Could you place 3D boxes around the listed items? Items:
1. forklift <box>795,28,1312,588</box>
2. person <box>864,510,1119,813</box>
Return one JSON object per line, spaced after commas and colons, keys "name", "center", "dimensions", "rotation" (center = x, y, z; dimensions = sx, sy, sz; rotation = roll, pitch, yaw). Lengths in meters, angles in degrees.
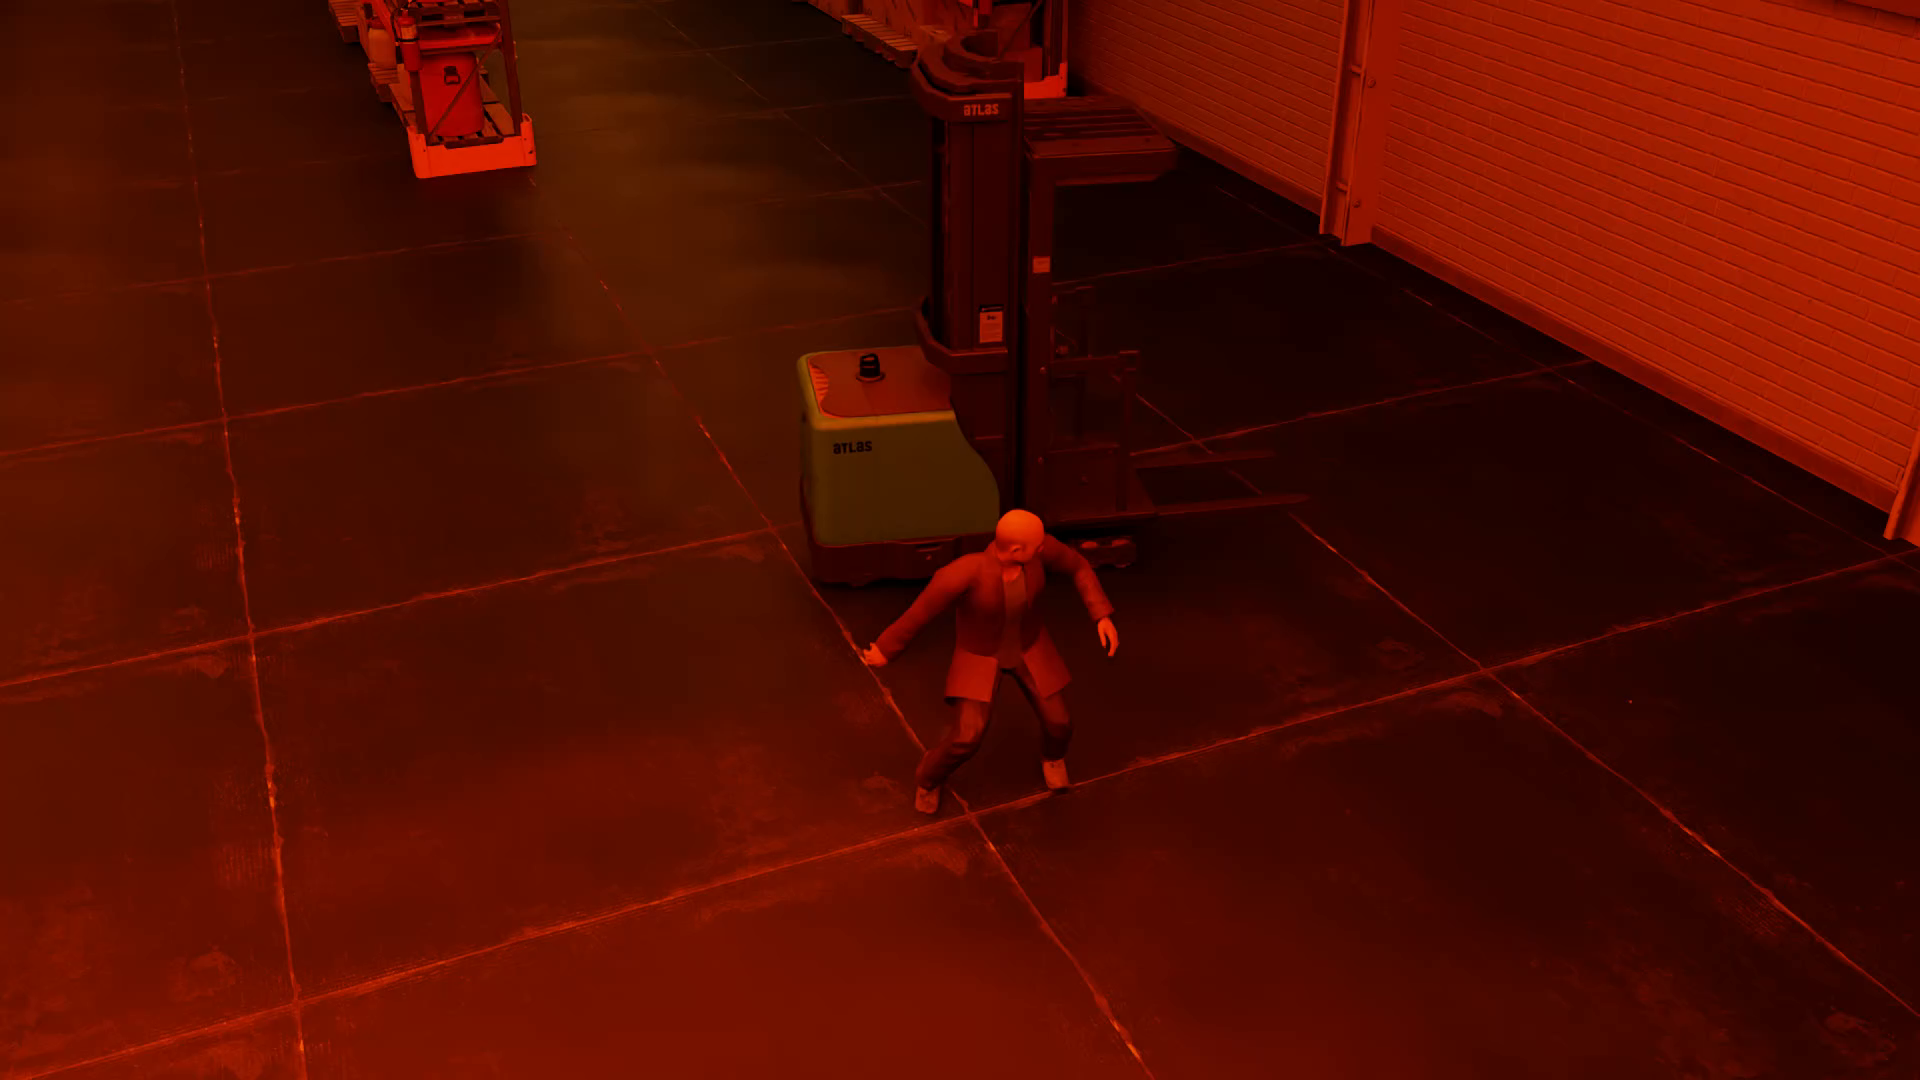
{"name": "forklift", "center": [0.582, -1.348, 9.477], "dimensions": [3.031, 2.935, 1.130], "rotation": [-5, 30, -9]}
{"name": "person", "center": [0.150, 0.576, 7.550], "dimensions": [1.078, 1.701, 0.571], "rotation": [-10, 31, -18]}
